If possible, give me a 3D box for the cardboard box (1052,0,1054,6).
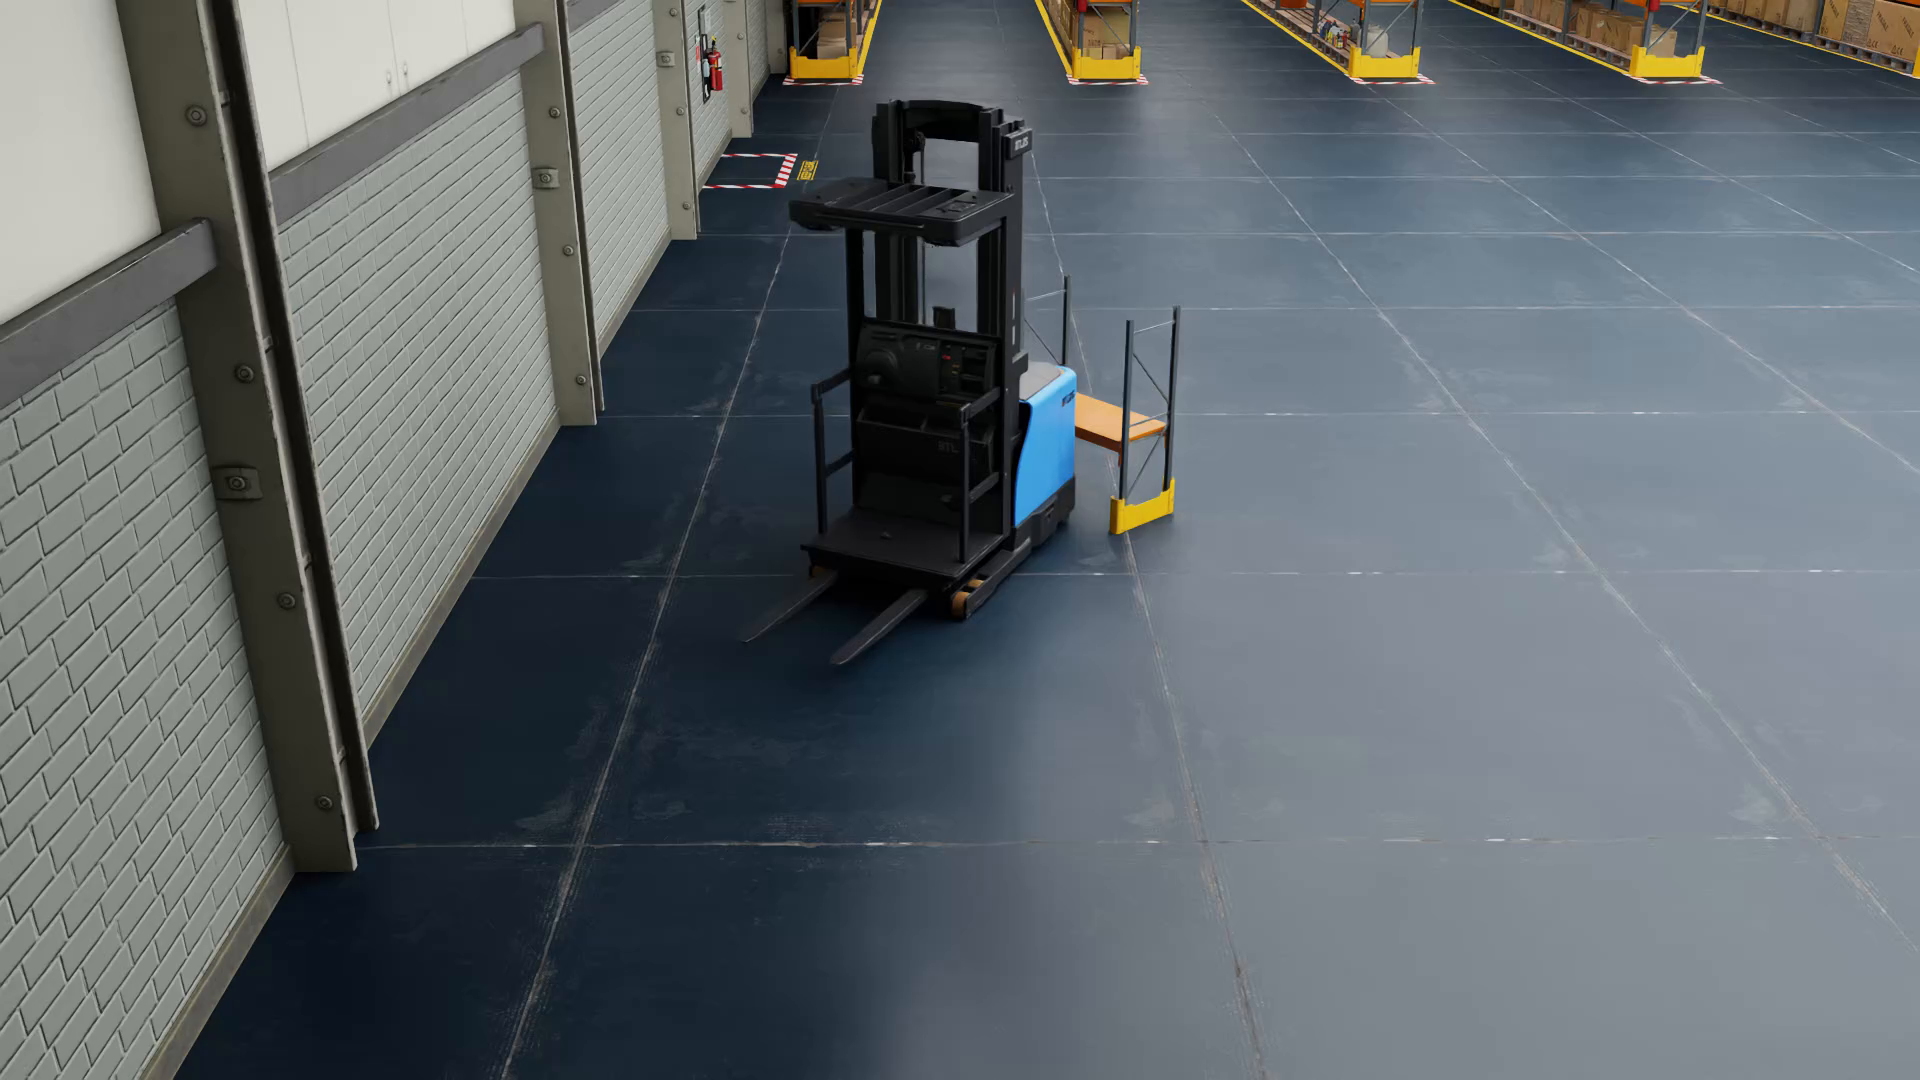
[{"bbox_3d":[2.203,-11.367,34.890,0.500,0.311,0.500,-1,24,-2],"label":"cardboard box"}]

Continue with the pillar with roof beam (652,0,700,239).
[{"bbox_3d":[1.171,-7.589,17.110,9.100,9.000,0.400,0,24,-1],"label":"pillar with roof beam"}]

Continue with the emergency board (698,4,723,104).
[{"bbox_3d":[-3.211,-6.290,21.518,0.194,1.169,0.643,0,24,-1],"label":"emergency board"}]

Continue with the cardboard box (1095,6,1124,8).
[{"bbox_3d":[2.764,-9.641,30.843,0.500,0.500,0.500,0,24,-1],"label":"cardboard box"}]

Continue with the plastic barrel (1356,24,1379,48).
[{"bbox_3d":[7.425,-9.076,30.188,0.421,0.512,0.421,0,24,0],"label":"plastic barrel"}]

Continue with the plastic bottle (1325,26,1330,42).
[{"bbox_3d":[7.027,-9.672,31.757,0.061,0.283,0.133,1,24,2],"label":"plastic bottle"}]

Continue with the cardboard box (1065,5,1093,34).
[{"bbox_3d":[2.228,-9.638,30.838,0.500,0.500,0.500,0,24,-1],"label":"cardboard box"}]

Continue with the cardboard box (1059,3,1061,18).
[{"bbox_3d":[2.226,-10.528,33.035,0.500,0.311,0.500,0,24,-1],"label":"cardboard box"}]

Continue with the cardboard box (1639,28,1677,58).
[{"bbox_3d":[12.477,-8.873,29.753,0.500,0.500,0.500,4,25,9],"label":"cardboard box"}]

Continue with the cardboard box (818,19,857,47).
[{"bbox_3d":[-2.274,-9.381,30.851,0.700,0.500,0.500,-2,24,-4],"label":"cardboard box"}]

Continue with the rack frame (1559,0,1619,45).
[{"bbox_3d":[12.423,-11.212,32.399,1.000,3.000,0.127,0,24,-1],"label":"rack frame"}]

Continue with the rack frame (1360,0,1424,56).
[{"bbox_3d":[7.514,-9.541,28.706,1.000,3.000,0.127,0,24,-1],"label":"rack frame"}]

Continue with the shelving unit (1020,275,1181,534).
[{"bbox_3d":[0.927,-0.967,11.568,0.587,1.500,1.083,-20,31,-38],"label":"shelving unit"}]

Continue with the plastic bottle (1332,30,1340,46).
[{"bbox_3d":[7.079,-9.417,31.202,0.152,0.276,0.135,-1,24,-2],"label":"plastic bottle"}]

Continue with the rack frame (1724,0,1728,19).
[{"bbox_3d":[17.340,-12.841,36.001,1.000,3.000,0.127,0,24,-1],"label":"rack frame"}]

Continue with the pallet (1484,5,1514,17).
[{"bbox_3d":[12.446,-11.915,37.337,1.003,0.211,1.213,0,24,-1],"label":"pallet"}]

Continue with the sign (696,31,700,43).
[{"bbox_3d":[-3.299,-6.322,20.901,0.001,0.109,0.331,0,24,-1],"label":"sign"}]

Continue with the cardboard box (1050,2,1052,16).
[{"bbox_3d":[2.192,-11.331,35.491,0.500,0.250,0.500,-1,24,-2],"label":"cardboard box"}]

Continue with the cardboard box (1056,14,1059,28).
[{"bbox_3d":[2.219,-10.485,33.620,0.500,0.250,0.500,-1,24,-1],"label":"cardboard box"}]

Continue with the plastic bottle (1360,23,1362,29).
[{"bbox_3d":[7.768,-9.840,32.047,0.144,0.351,0.185,-1,24,-3],"label":"plastic bottle"}]

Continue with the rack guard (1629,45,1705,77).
[{"bbox_3d":[12.466,-8.456,29.339,1.175,0.500,0.348,0,24,-1],"label":"rack guard"}]

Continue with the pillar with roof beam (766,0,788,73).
[{"bbox_3d":[1.040,-12.534,28.043,9.100,9.000,0.400,0,24,-1],"label":"pillar with roof beam"}]

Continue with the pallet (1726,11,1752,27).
[{"bbox_3d":[17.273,-11.245,35.857,1.003,0.211,1.213,0,24,-1],"label":"pallet"}]

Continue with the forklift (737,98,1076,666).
[{"bbox_3d":[-0.304,-1.062,10.041,1.130,2.935,3.031,11,27,24],"label":"forklift"}]

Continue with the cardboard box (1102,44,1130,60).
[{"bbox_3d":[2.778,-8.681,29.631,0.500,0.250,0.500,0,24,-1],"label":"cardboard box"}]

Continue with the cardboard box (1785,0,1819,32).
[{"bbox_3d":[17.287,-10.614,33.298,1.050,0.750,0.750,0,24,-1],"label":"cardboard box"}]

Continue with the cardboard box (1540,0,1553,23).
[{"bbox_3d":[12.445,-10.953,34.328,0.700,0.500,0.500,-2,24,-5],"label":"cardboard box"}]

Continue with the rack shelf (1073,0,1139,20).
[{"bbox_3d":[2.539,-10.017,30.630,1.077,0.370,4.000,0,24,-1],"label":"rack shelf"}]

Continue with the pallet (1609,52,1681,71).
[{"bbox_3d":[12.492,-8.659,30.139,1.003,0.211,1.213,0,24,-1],"label":"pallet"}]

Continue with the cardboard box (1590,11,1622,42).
[{"bbox_3d":[12.401,-9.863,31.941,0.500,0.500,0.500,8,25,16],"label":"cardboard box"}]

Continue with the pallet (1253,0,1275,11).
[{"bbox_3d":[7.366,-12.393,38.396,1.003,0.211,1.213,0,24,-1],"label":"pallet"}]

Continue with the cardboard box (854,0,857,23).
[{"bbox_3d":[-2.482,-10.933,34.282,0.700,0.500,0.500,0,24,0],"label":"cardboard box"}]

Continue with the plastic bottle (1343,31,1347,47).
[{"bbox_3d":[7.187,-9.363,31.075,0.061,0.283,0.133,0,24,-1],"label":"plastic bottle"}]

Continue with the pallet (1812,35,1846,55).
[{"bbox_3d":[17.314,-9.608,32.238,1.003,0.211,1.213,0,24,-1],"label":"pallet"}]

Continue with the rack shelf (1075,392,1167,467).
[{"bbox_3d":[0.933,-0.800,11.636,0.538,0.185,1.000,-20,31,-38],"label":"rack shelf"}]

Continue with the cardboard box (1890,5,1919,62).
[{"bbox_3d":[17.354,-9.046,29.681,0.875,0.875,0.875,0,24,0],"label":"cardboard box"}]

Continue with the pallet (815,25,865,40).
[{"bbox_3d":[-2.446,-10.195,33.536,1.003,0.211,1.213,0,24,-1],"label":"pallet"}]

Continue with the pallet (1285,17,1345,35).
[{"bbox_3d":[7.407,-10.746,34.754,1.003,0.211,1.213,0,24,-1],"label":"pallet"}]

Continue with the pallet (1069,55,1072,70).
[{"bbox_3d":[2.511,-8.565,29.931,1.003,0.211,1.213,0,24,-1],"label":"pallet"}]

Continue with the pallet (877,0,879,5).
[{"bbox_3d":[-2.440,-12.853,39.413,1.003,0.211,1.213,0,24,-1],"label":"pallet"}]

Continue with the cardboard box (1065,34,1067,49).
[{"bbox_3d":[2.231,-9.297,30.992,0.500,0.250,0.500,0,24,-1],"label":"cardboard box"}]

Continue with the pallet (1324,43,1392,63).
[{"bbox_3d":[7.452,-9.138,31.198,1.003,0.211,1.213,0,24,-1],"label":"pallet"}]

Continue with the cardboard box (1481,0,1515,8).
[{"bbox_3d":[12.393,-12.368,37.024,1.225,0.875,0.875,-1,24,-3],"label":"cardboard box"}]
